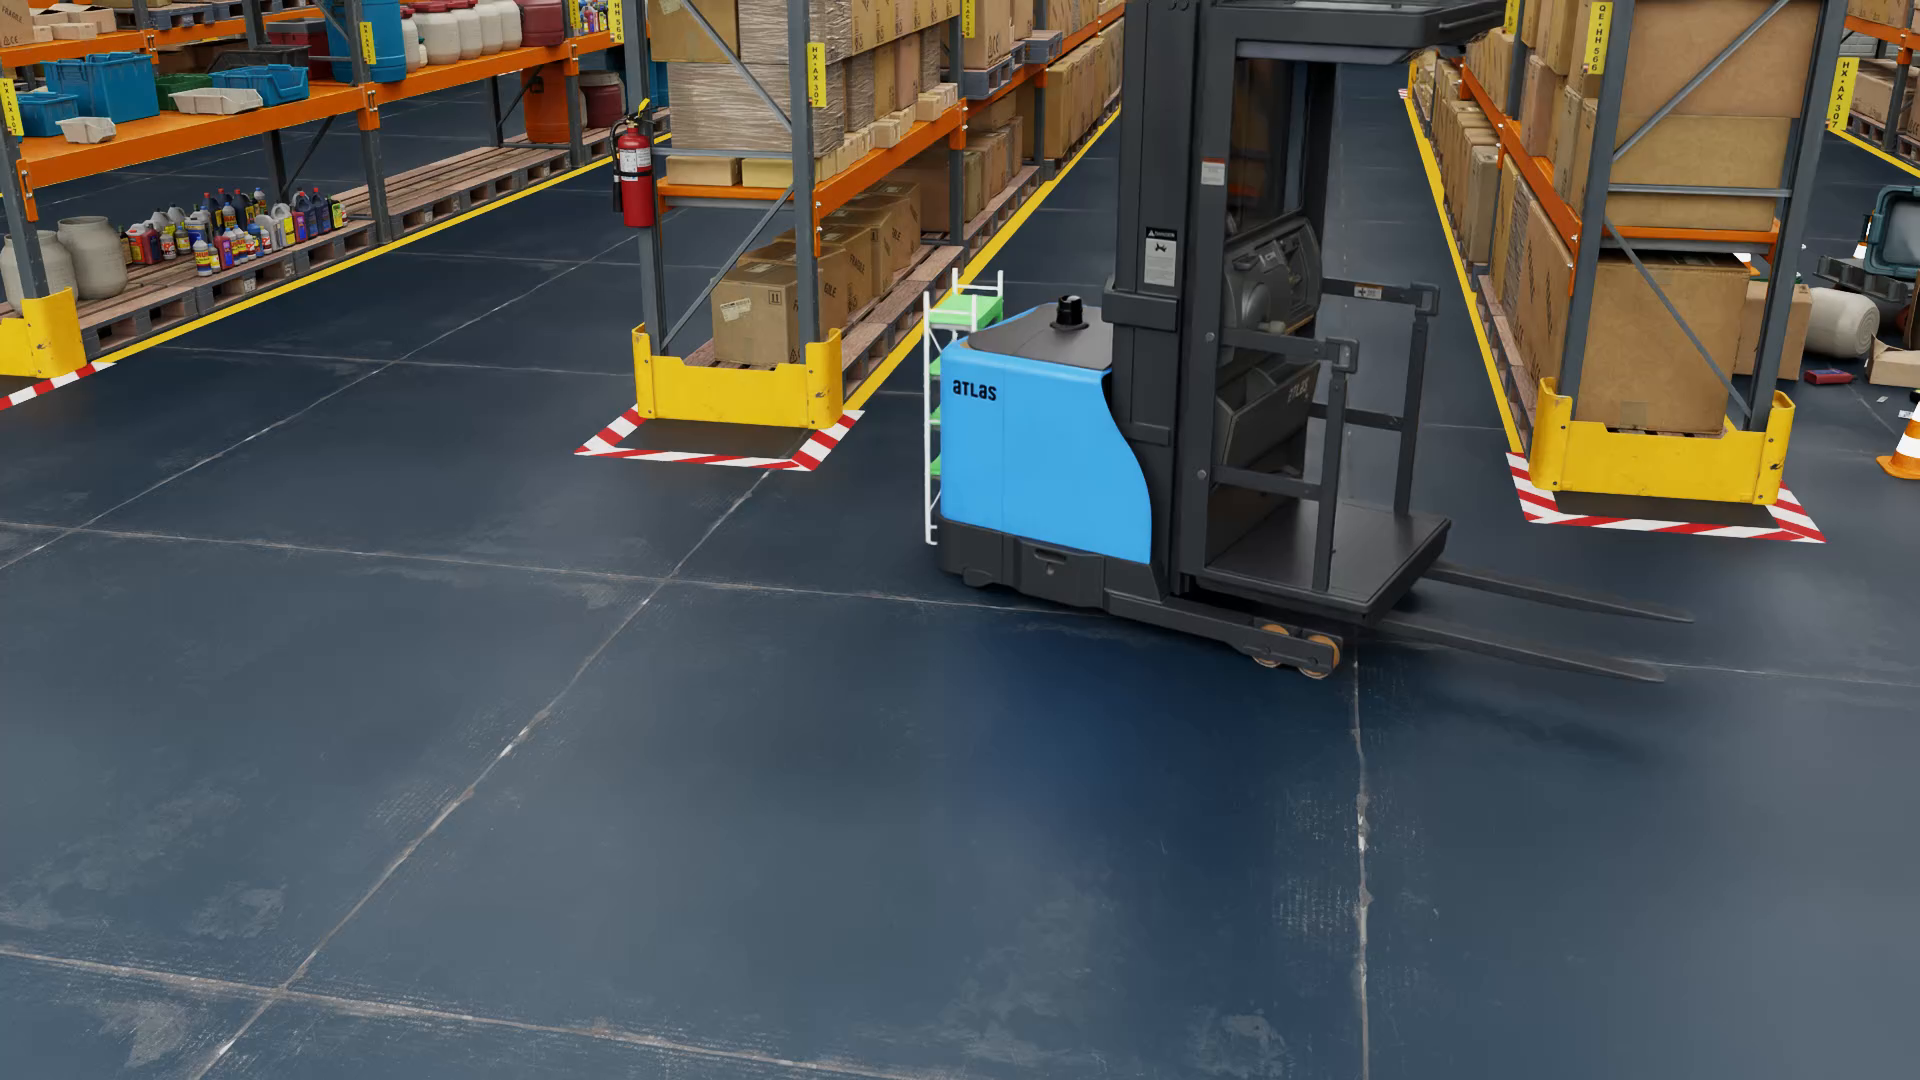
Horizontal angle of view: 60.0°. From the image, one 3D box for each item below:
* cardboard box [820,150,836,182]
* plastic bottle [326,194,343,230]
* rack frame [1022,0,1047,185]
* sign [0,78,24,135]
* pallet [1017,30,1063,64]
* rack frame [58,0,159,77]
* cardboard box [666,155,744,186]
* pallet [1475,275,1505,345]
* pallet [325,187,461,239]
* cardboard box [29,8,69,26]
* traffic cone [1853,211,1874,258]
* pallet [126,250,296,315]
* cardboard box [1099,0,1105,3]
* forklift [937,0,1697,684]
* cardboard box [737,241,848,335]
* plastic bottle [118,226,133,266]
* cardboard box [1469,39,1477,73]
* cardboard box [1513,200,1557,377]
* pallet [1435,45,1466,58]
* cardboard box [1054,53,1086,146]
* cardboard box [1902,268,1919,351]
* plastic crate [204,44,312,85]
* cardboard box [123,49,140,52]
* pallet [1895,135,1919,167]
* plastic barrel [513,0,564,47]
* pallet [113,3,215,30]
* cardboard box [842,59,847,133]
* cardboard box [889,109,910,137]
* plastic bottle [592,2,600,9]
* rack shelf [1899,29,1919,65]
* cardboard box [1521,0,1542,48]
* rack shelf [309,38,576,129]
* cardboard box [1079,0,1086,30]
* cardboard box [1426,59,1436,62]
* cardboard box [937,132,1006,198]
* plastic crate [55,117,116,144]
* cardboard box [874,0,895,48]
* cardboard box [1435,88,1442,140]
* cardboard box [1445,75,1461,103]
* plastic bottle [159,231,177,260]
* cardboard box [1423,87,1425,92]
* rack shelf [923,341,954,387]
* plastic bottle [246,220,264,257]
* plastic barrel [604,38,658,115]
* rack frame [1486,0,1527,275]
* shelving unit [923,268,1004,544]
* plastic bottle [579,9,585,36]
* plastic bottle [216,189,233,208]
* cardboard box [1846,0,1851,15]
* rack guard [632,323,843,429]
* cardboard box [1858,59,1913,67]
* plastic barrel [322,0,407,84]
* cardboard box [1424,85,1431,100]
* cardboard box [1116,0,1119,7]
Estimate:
[{"bbox_3d":[-0.928,-2.152,9.517,0.380,0.149,0.250,4,22,11],"label":"cardboard box"},{"bbox_3d":[-5.097,-2.676,13.529,0.061,0.283,0.133,6,23,14],"label":"plastic bottle"},{"bbox_3d":[0.343,-5.018,16.298,1.000,3.000,0.127,4,22,11],"label":"rack frame"},{"bbox_3d":[-5.601,-2.555,9.811,0.100,0.325,0.005,4,22,11],"label":"sign"},{"bbox_3d":[0.302,-4.660,15.666,1.213,0.211,1.003,4,22,11],"label":"pallet"},{"bbox_3d":[-9.354,-5.774,18.176,1.000,3.000,0.127,4,22,11],"label":"rack frame"},{"bbox_3d":[-1.434,-2.096,9.378,0.380,0.149,0.250,4,22,11],"label":"cardboard box"},{"bbox_3d":[4.130,-1.574,11.480,1.003,0.211,1.213,4,22,11],"label":"pallet"},{"bbox_3d":[-5.200,-2.929,14.844,1.003,0.211,1.213,4,22,11],"label":"pallet"},{"bbox_3d":[-9.726,-5.421,17.417,0.500,0.311,0.500,4,22,10],"label":"cardboard box"},{"bbox_3d":[7.191,-2.365,13.107,0.336,0.463,0.334,4,22,11],"label":"traffic cone"},{"bbox_3d":[-5.747,-1.949,12.411,1.003,0.211,1.213,4,22,11],"label":"pallet"},{"bbox_3d":[1.511,-6.701,20.280,0.500,0.250,0.500,4,22,10],"label":"cardboard box"},{"bbox_3d":[1.423,-1.044,6.522,3.031,2.935,1.130,13,25,29],"label":"forklift"},{"bbox_3d":[-1.057,-1.576,10.535,0.500,0.500,0.500,11,24,25],"label":"cardboard box"},{"bbox_3d":[-6.187,-2.163,12.256,0.061,0.283,0.133,5,22,12],"label":"plastic bottle"},{"bbox_3d":[4.721,-4.319,14.430,0.500,0.500,0.500,4,22,10],"label":"cardboard box"},{"bbox_3d":[3.797,-1.461,9.749,0.875,0.875,0.875,4,22,10],"label":"cardboard box"},{"bbox_3d":[5.219,-4.783,15.970,1.213,0.211,1.003,4,22,11],"label":"pallet"},{"bbox_3d":[0.693,-4.803,18.047,1.225,0.875,0.875,5,22,11],"label":"cardboard box"},{"bbox_3d":[6.475,-1.420,10.523,0.797,0.637,0.503,4,22,11],"label":"cardboard box"},{"bbox_3d":[-5.553,-3.722,13.163,0.767,0.338,0.504,4,22,11],"label":"plastic crate"},{"bbox_3d":[-12.821,-7.481,25.198,0.700,0.500,0.500,4,22,9],"label":"cardboard box"},{"bbox_3d":[10.777,-4.144,17.860,1.003,0.211,1.213,4,22,11],"label":"pallet"},{"bbox_3d":[-4.304,-5.266,16.731,0.600,0.536,0.708,4,22,11],"label":"plastic barrel"},{"bbox_3d":[-9.285,-5.939,18.841,1.213,0.211,1.003,4,22,11],"label":"pallet"},{"bbox_3d":[-1.166,-2.668,9.930,0.875,0.500,0.500,4,22,11],"label":"cardboard box"},{"bbox_3d":[-0.550,-2.790,11.102,0.380,0.149,0.250,4,22,11],"label":"cardboard box"},{"bbox_3d":[-4.267,-6.200,19.498,0.097,0.201,0.097,0,22,0],"label":"plastic bottle"},{"bbox_3d":[10.452,-4.660,16.373,1.077,0.370,4.000,4,22,11],"label":"rack shelf"},{"bbox_3d":[4.253,-3.578,11.077,0.875,0.550,0.550,4,22,11],"label":"cardboard box"},{"bbox_3d":[-4.914,-4.330,15.554,1.077,0.370,4.000,4,22,11],"label":"rack shelf"},{"bbox_3d":[1.123,-5.963,18.511,0.500,0.500,0.500,4,22,10],"label":"cardboard box"},{"bbox_3d":[6.220,-6.121,21.495,0.380,0.149,0.250,5,23,13],"label":"cardboard box"},{"bbox_3d":[0.016,-3.404,15.048,0.700,0.500,0.500,6,23,15],"label":"cardboard box"},{"bbox_3d":[-5.641,-2.650,10.772,0.298,0.136,0.250,4,22,11],"label":"plastic crate"},{"bbox_3d":[-0.701,-3.286,10.127,0.500,0.500,0.500,4,22,11],"label":"cardboard box"},{"bbox_3d":[5.477,-4.657,18.187,0.500,0.500,0.500,5,23,13],"label":"cardboard box"},{"bbox_3d":[5.272,-4.626,17.106,0.500,0.250,0.500,5,22,12],"label":"cardboard box"},{"bbox_3d":[-5.960,-2.219,12.505,0.097,0.201,0.097,0,22,0],"label":"plastic bottle"},{"bbox_3d":[6.087,-5.667,21.164,0.380,0.149,0.250,4,22,11],"label":"cardboard box"},{"bbox_3d":[0.020,-0.784,7.722,0.258,0.148,0.480,6,23,14],"label":"rack shelf"},{"bbox_3d":[-5.332,-2.284,12.572,0.097,0.271,0.097,0,22,0],"label":"plastic bottle"},{"bbox_3d":[-3.962,-5.623,20.047,0.600,0.901,0.708,4,22,11],"label":"plastic barrel"},{"bbox_3d":[4.362,-3.140,11.635,1.000,3.000,0.127,4,22,11],"label":"rack frame"},{"bbox_3d":[0.020,-0.621,7.788,0.258,1.200,0.503,6,23,14],"label":"shelving unit"},{"bbox_3d":[-4.051,-5.510,17.691,0.097,0.271,0.097,0,22,0],"label":"plastic bottle"},{"bbox_3d":[-5.893,-2.644,13.361,0.144,0.351,0.185,5,22,12],"label":"plastic bottle"},{"bbox_3d":[11.100,-6.709,20.363,0.500,0.500,0.500,4,22,11],"label":"cardboard box"},{"bbox_3d":[-1.274,-0.960,9.569,1.175,0.500,0.348,4,22,11],"label":"rack guard"},{"bbox_3d":[11.640,-5.946,21.469,0.875,0.438,0.875,4,22,9],"label":"cardboard box"},{"bbox_3d":[-4.947,-4.283,13.803,0.600,0.901,0.708,4,22,11],"label":"plastic barrel"},{"bbox_3d":[5.828,-5.415,20.139,0.380,0.149,0.250,4,22,9],"label":"cardboard box"},{"bbox_3d":[1.862,-7.017,21.599,0.380,0.149,0.250,4,22,9],"label":"cardboard box"}]
